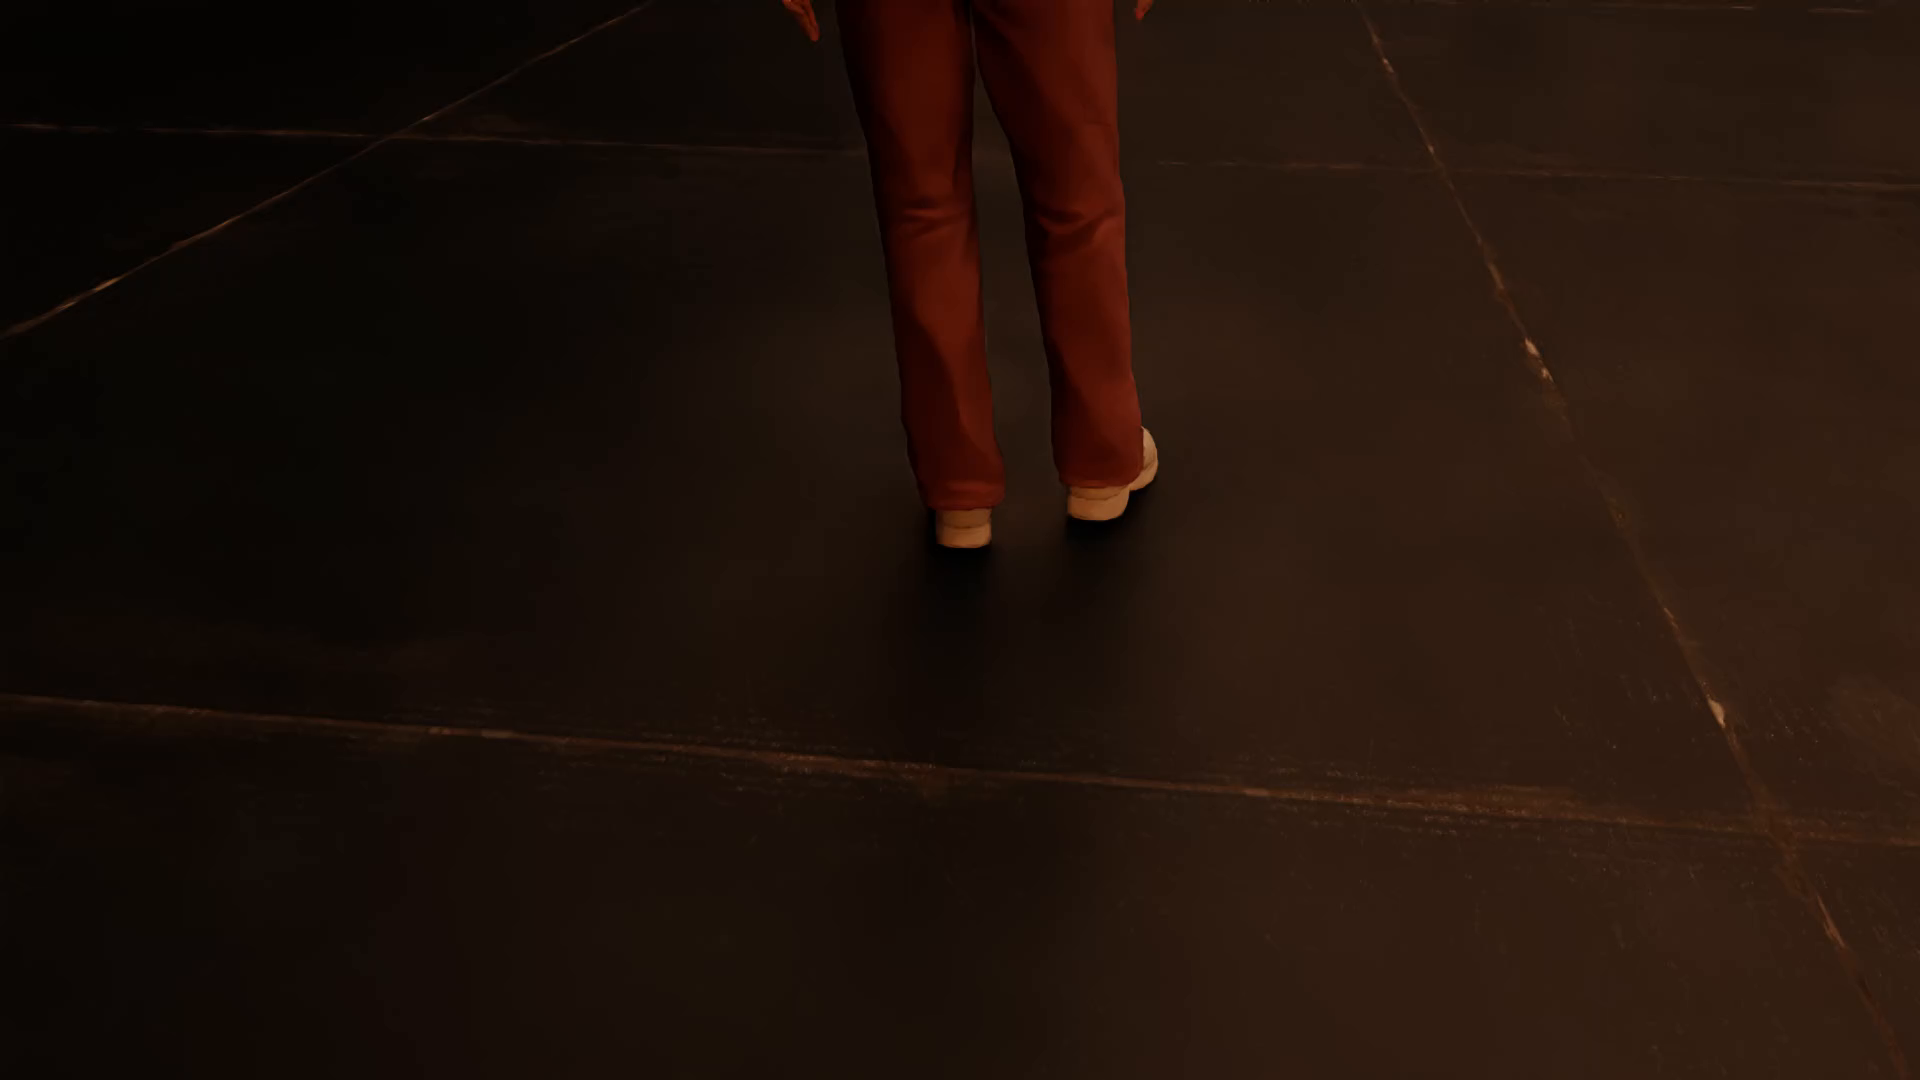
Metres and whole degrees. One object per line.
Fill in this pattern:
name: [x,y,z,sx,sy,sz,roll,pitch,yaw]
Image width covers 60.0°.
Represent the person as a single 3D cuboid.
person: [0.021,-0.788,2.187,0.554,1.674,0.548,3,27,7]
